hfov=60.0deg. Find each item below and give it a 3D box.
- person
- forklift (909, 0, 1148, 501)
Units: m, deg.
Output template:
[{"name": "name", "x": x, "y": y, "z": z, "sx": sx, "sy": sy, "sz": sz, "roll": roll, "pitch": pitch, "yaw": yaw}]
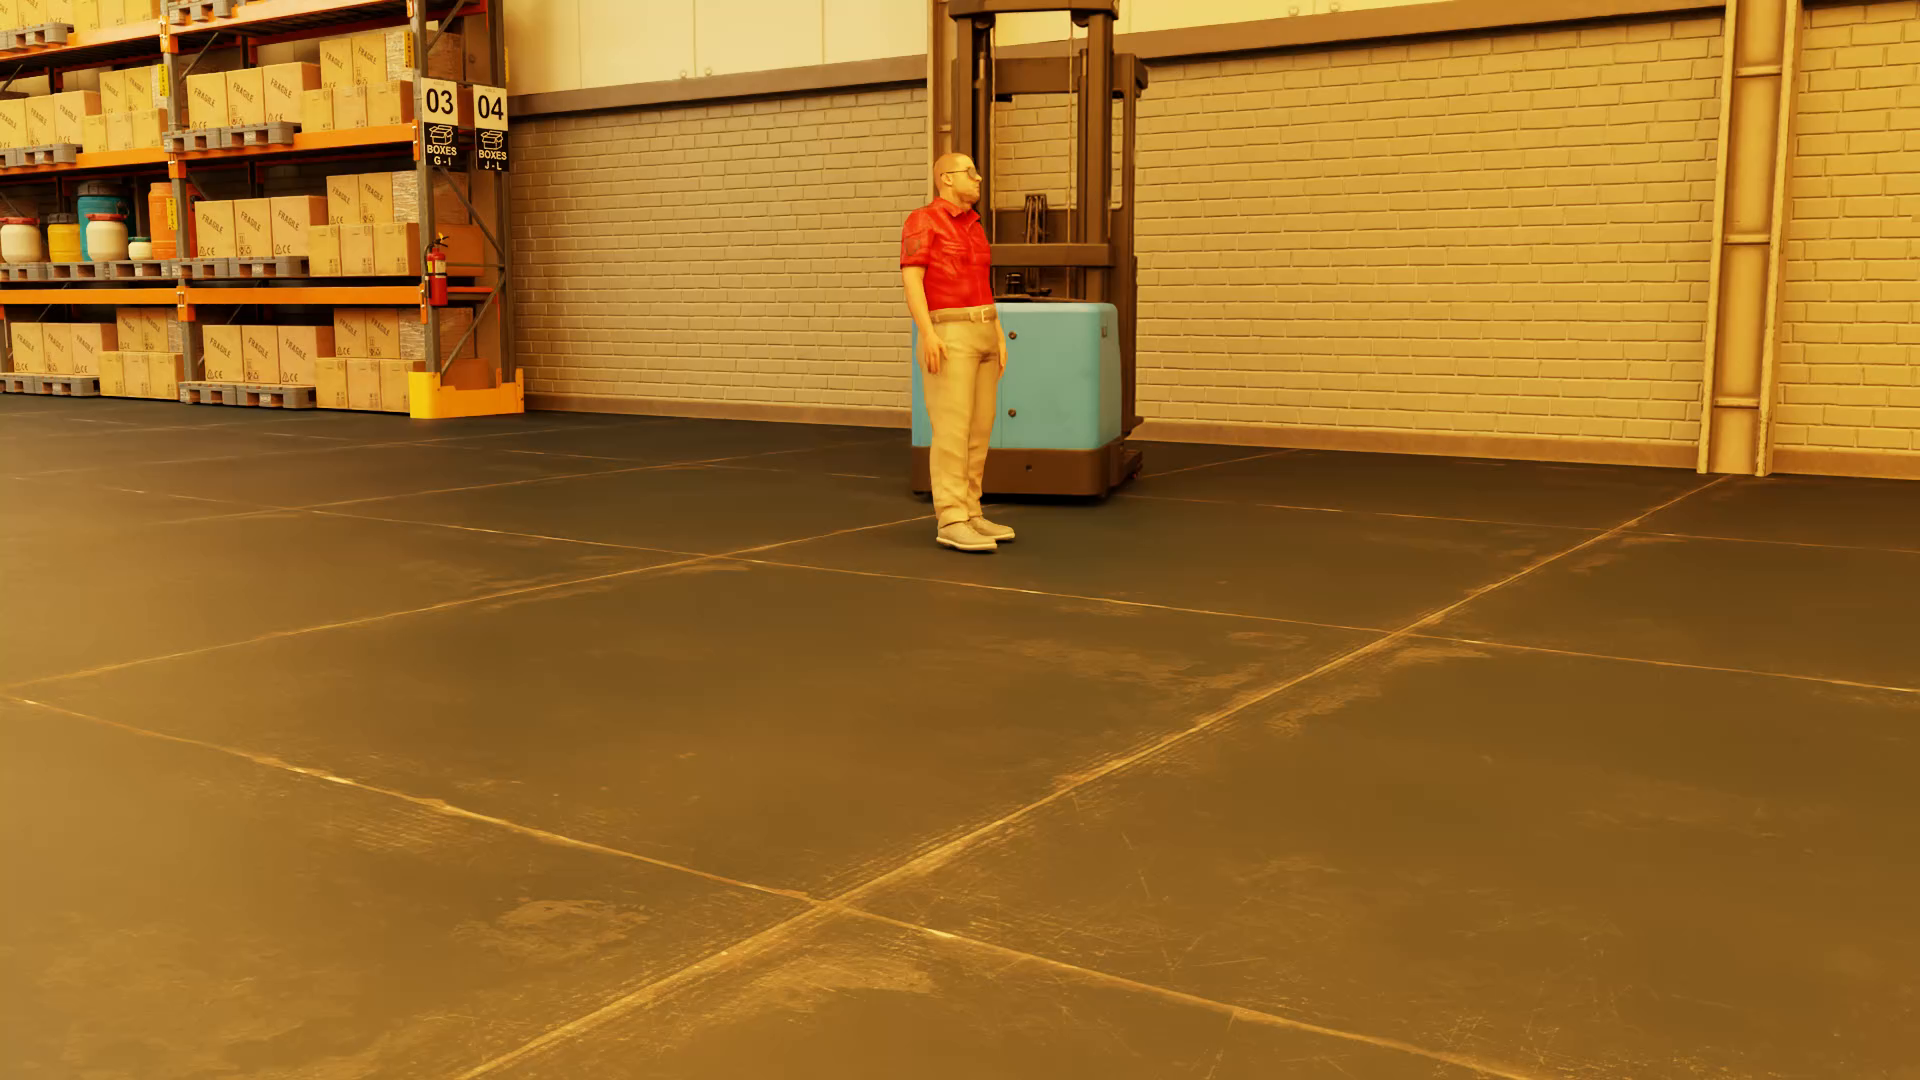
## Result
[{"name": "person", "x": 0.068, "y": -0.855, "z": 7.422, "sx": 0.550, "sy": 1.727, "sz": 0.641, "roll": 5, "pitch": 10, "yaw": 34}, {"name": "forklift", "x": 0.539, "y": -1.835, "z": 10.100, "sx": 1.130, "sy": 2.935, "sz": 3.031, "roll": 2, "pitch": 8, "yaw": 12}]
